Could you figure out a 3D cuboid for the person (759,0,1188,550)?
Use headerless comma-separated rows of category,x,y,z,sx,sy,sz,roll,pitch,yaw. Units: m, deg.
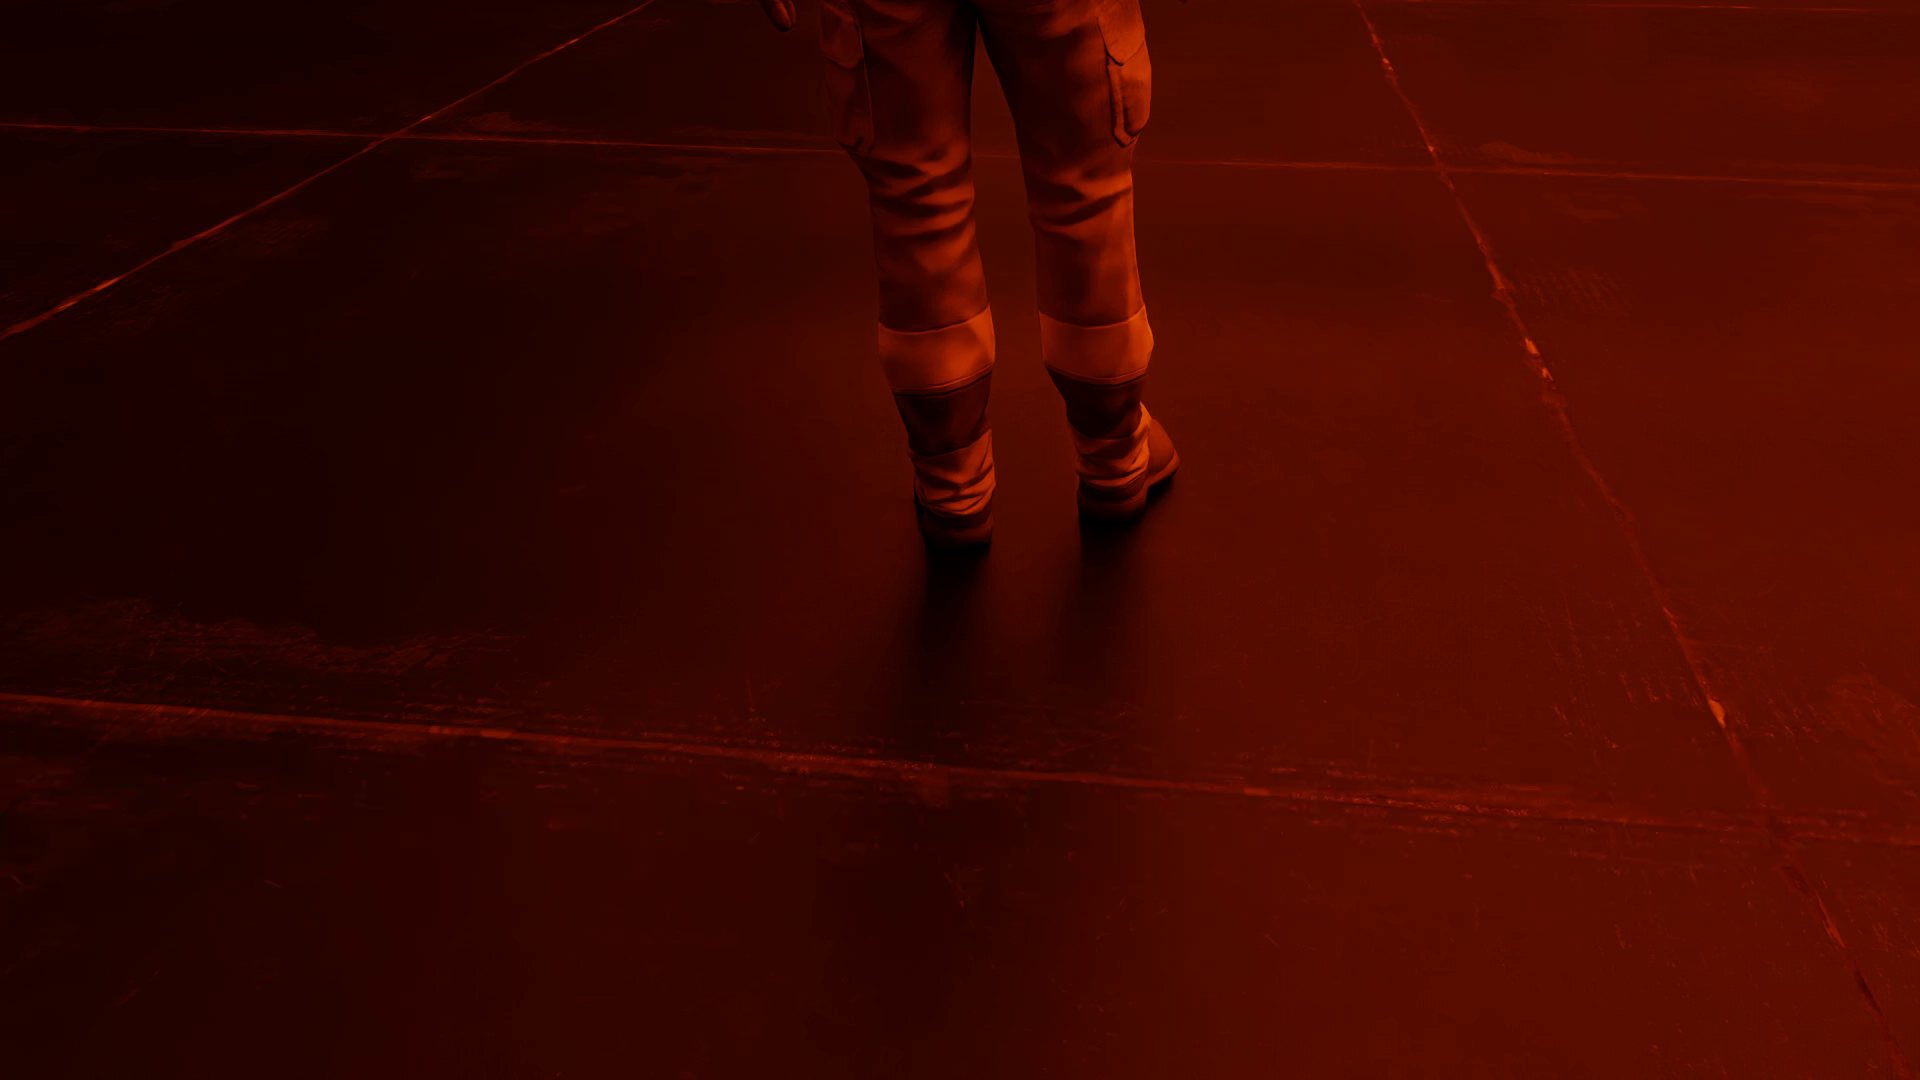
person,0.023,-0.842,2.167,0.637,1.787,0.564,3,27,7
